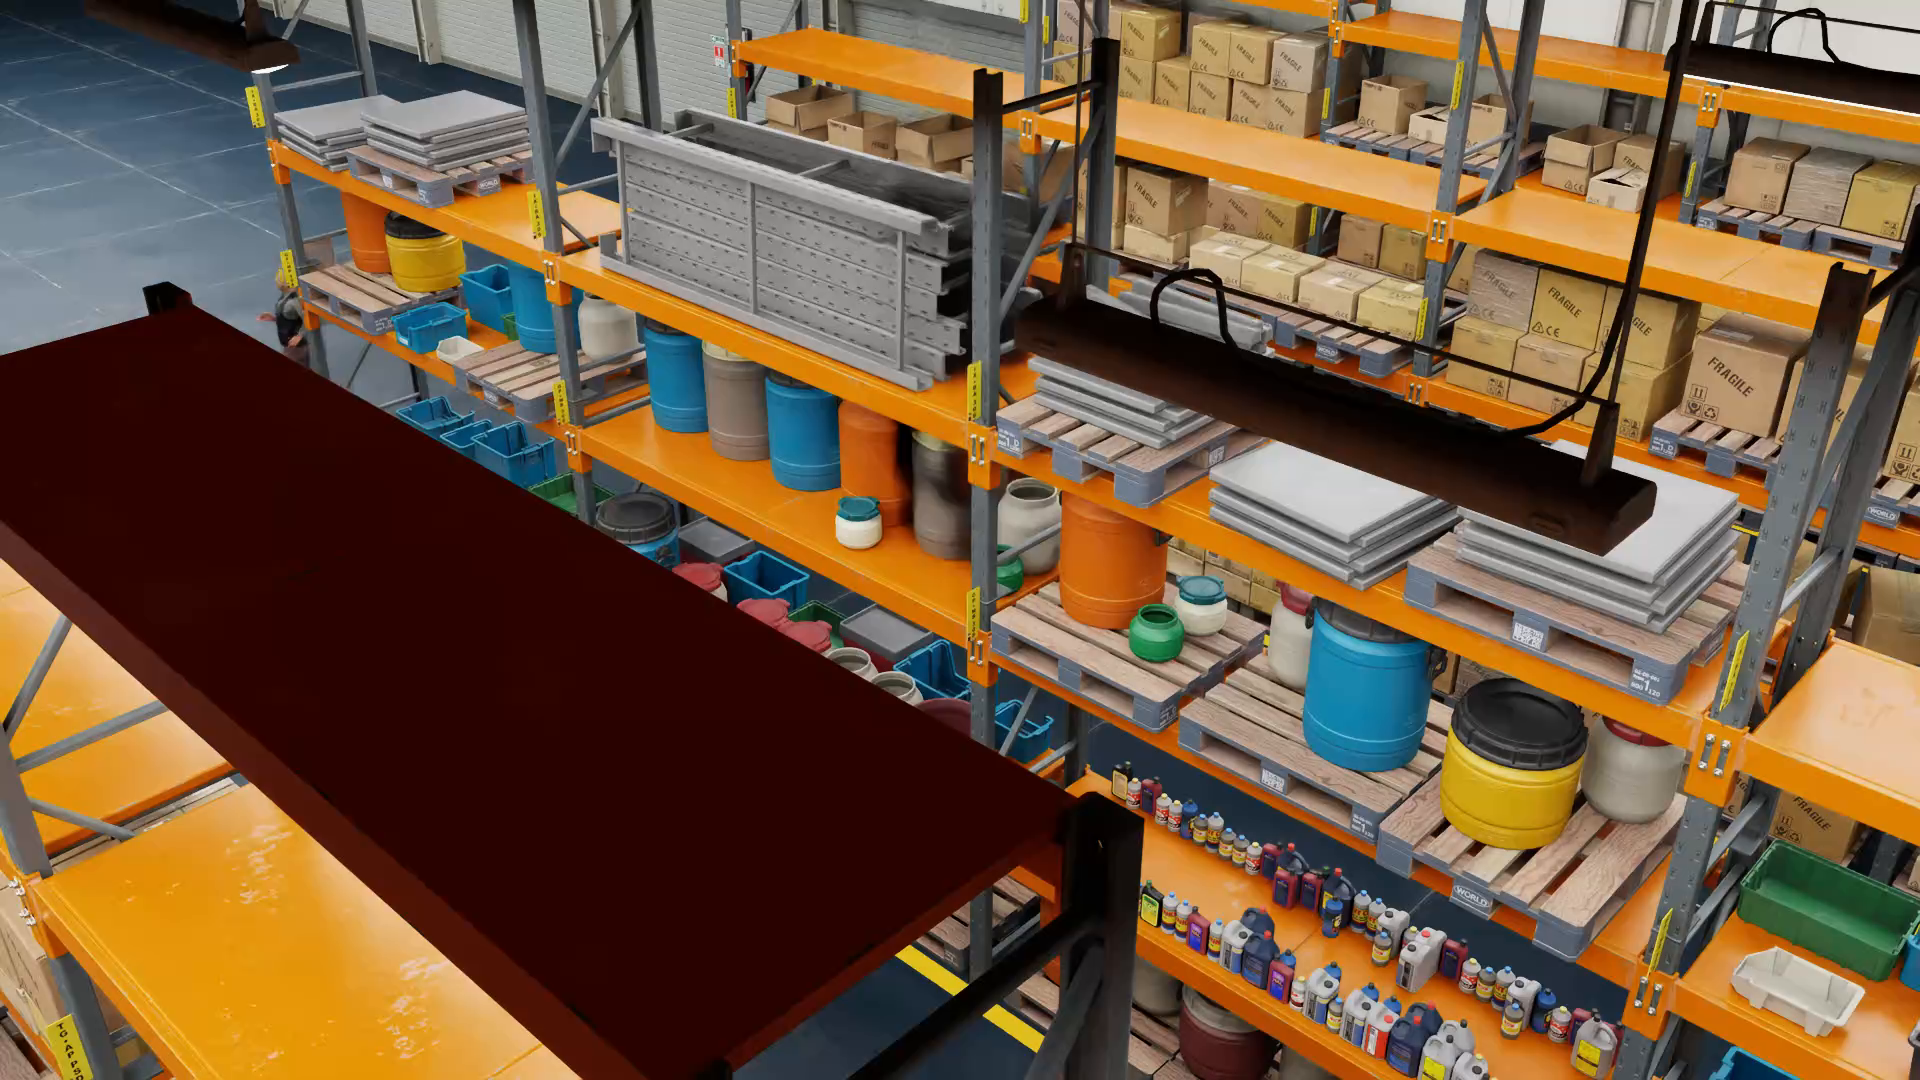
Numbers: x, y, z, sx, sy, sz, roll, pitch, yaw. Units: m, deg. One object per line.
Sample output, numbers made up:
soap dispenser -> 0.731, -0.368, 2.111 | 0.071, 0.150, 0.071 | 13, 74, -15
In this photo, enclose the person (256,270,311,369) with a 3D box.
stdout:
person -> -7.353, -2.148, 18.324 | 0.651, 1.721, 0.641 | -9, 31, -16
